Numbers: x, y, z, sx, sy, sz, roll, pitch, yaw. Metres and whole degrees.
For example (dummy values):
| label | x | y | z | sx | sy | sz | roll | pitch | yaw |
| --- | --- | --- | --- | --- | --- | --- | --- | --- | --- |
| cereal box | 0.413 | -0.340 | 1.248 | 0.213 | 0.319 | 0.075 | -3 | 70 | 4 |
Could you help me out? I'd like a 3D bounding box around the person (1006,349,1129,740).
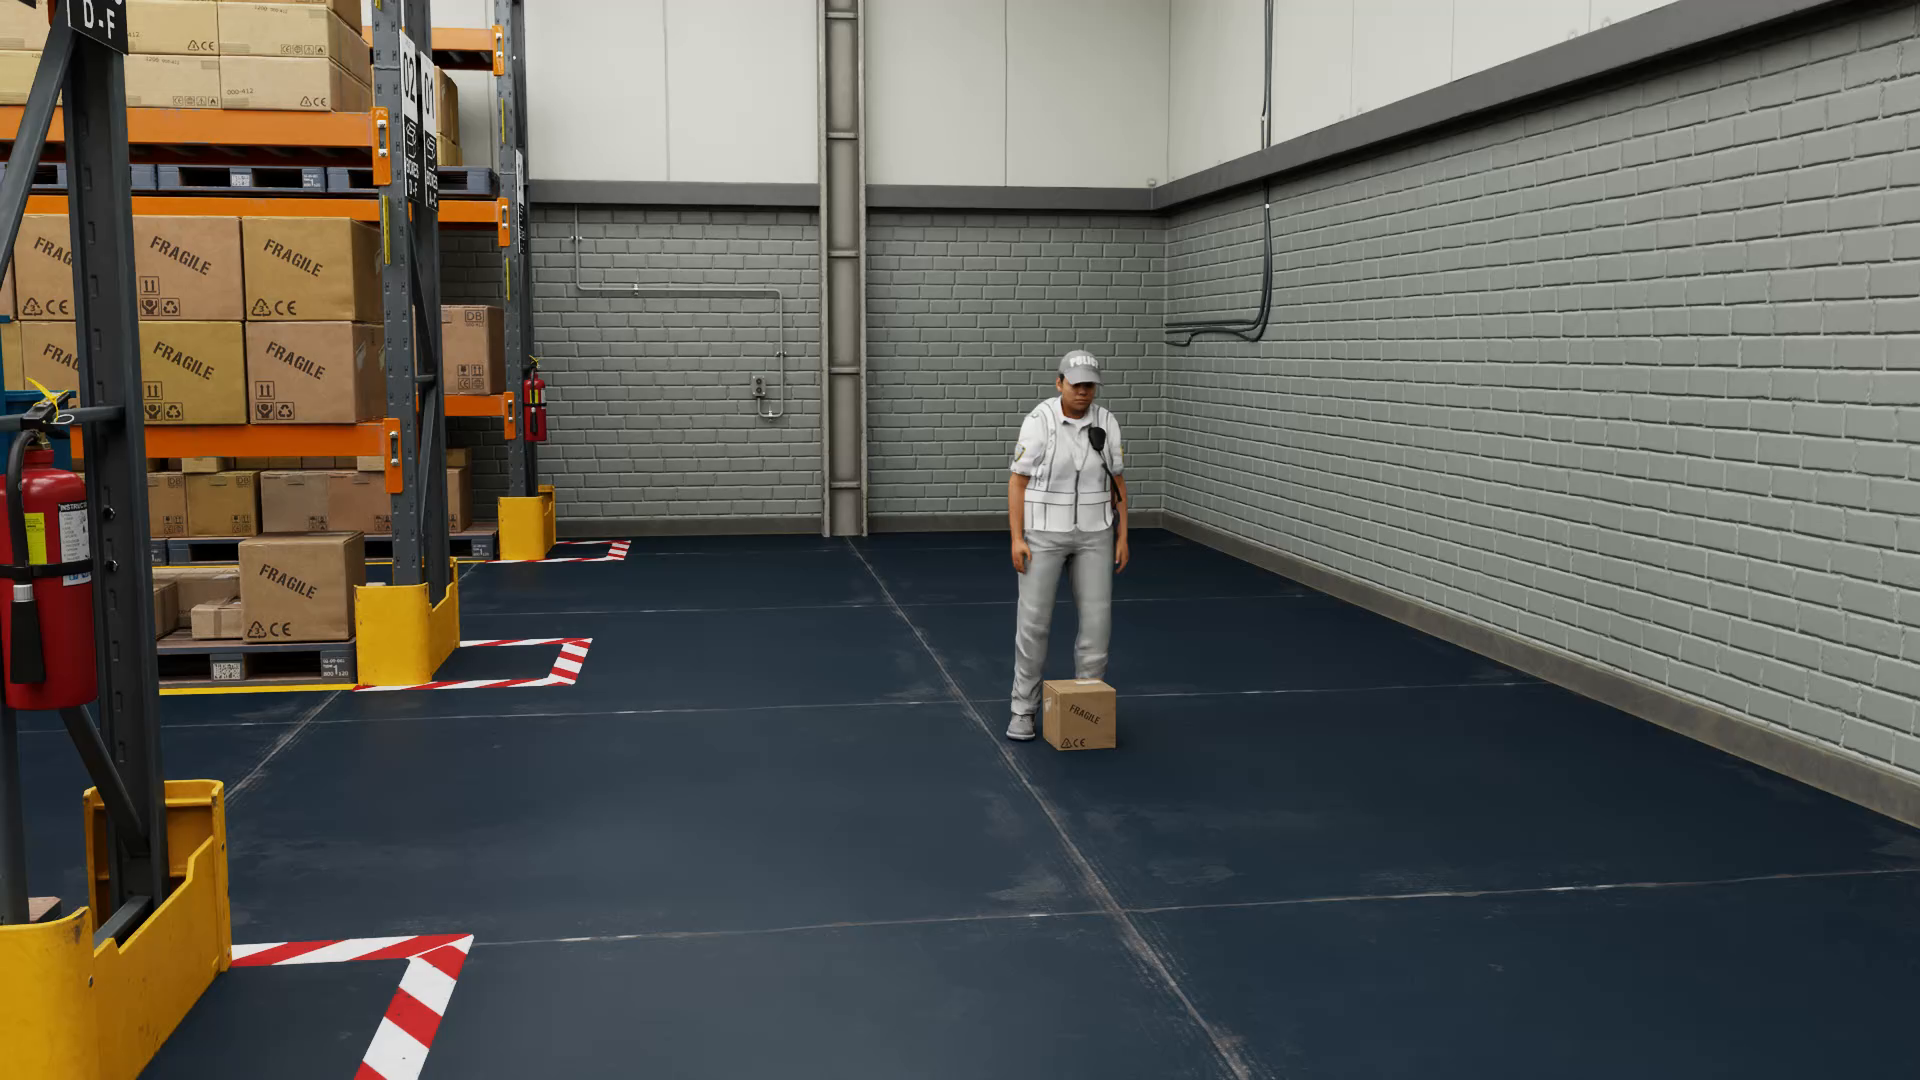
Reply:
| label | x | y | z | sx | sy | sz | roll | pitch | yaw |
| --- | --- | --- | --- | --- | --- | --- | --- | --- | --- |
| person | 0.463 | 0.013 | 7.195 | 0.558 | 1.667 | 0.467 | -1 | 7 | -11 |
